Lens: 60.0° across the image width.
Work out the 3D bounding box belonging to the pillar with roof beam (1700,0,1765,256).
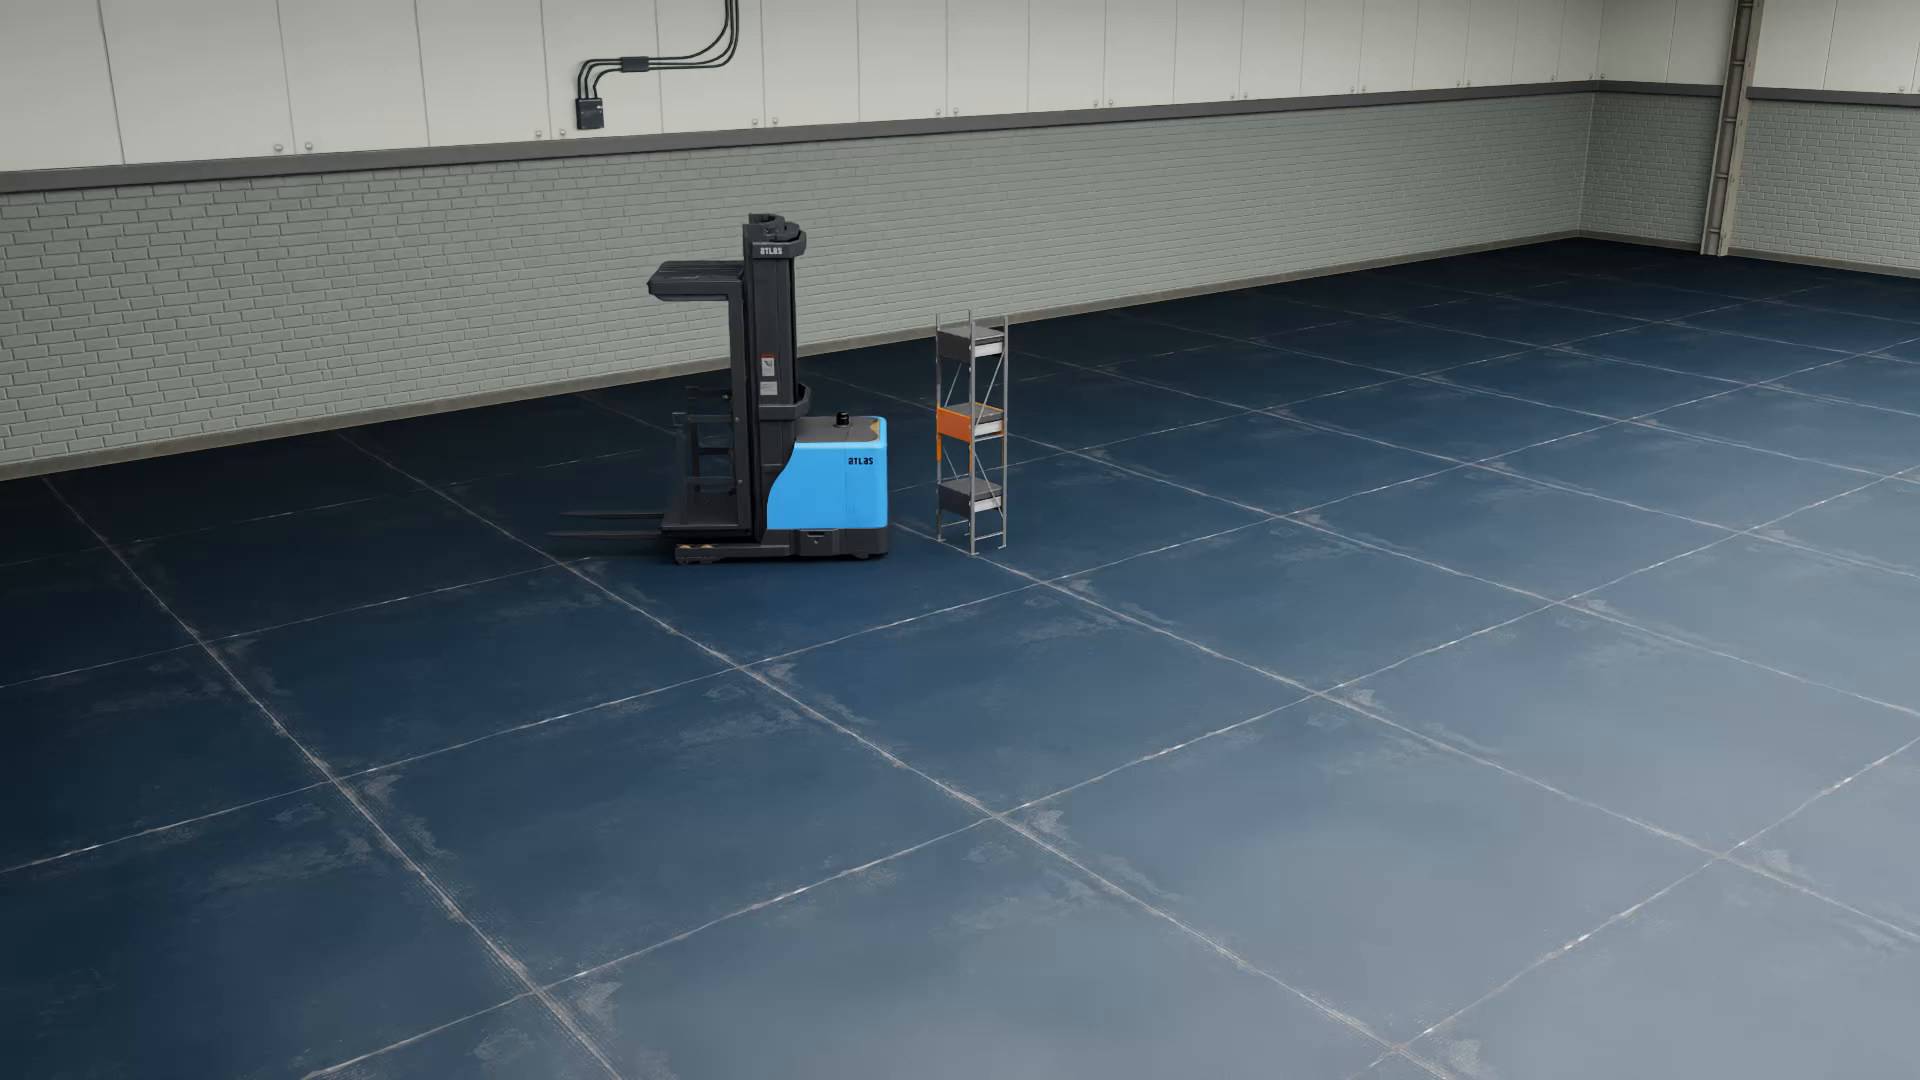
[{"bbox_3d":[10.992,-8.875,27.738,9.100,9.000,0.400,-14,23,-36],"label":"pillar with roof beam"}]

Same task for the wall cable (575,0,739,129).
[{"bbox_3d":[-3.666,-8.015,19.730,2.305,6.003,0.169,-14,23,-36],"label":"wall cable"}]

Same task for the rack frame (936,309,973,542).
[{"bbox_3d":[-0.049,-1.016,14.978,0.400,2.100,0.015,-14,23,-36],"label":"rack frame"}]

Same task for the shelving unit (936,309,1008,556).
[{"bbox_3d":[0.103,-0.956,14.797,0.431,2.100,0.503,-14,23,-36],"label":"shelving unit"}]

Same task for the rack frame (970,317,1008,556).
[{"bbox_3d":[0.254,-0.896,14.615,0.400,2.100,0.015,-14,23,-36],"label":"rack frame"}]

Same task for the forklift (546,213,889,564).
[{"bbox_3d":[-2.159,-1.347,14.655,3.031,2.935,1.130,-1,18,-2],"label":"forklift"}]

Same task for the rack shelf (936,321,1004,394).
[{"bbox_3d":[0.103,-1.608,14.581,0.431,0.518,0.480,-14,23,-36],"label":"rack shelf"}]

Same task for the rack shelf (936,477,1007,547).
[{"bbox_3d":[0.103,-0.279,15.021,0.431,0.518,0.480,-14,23,-36],"label":"rack shelf"}]

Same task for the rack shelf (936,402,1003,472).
[{"bbox_3d":[0.103,-0.943,14.801,0.431,0.518,0.480,-14,23,-36],"label":"rack shelf"}]
